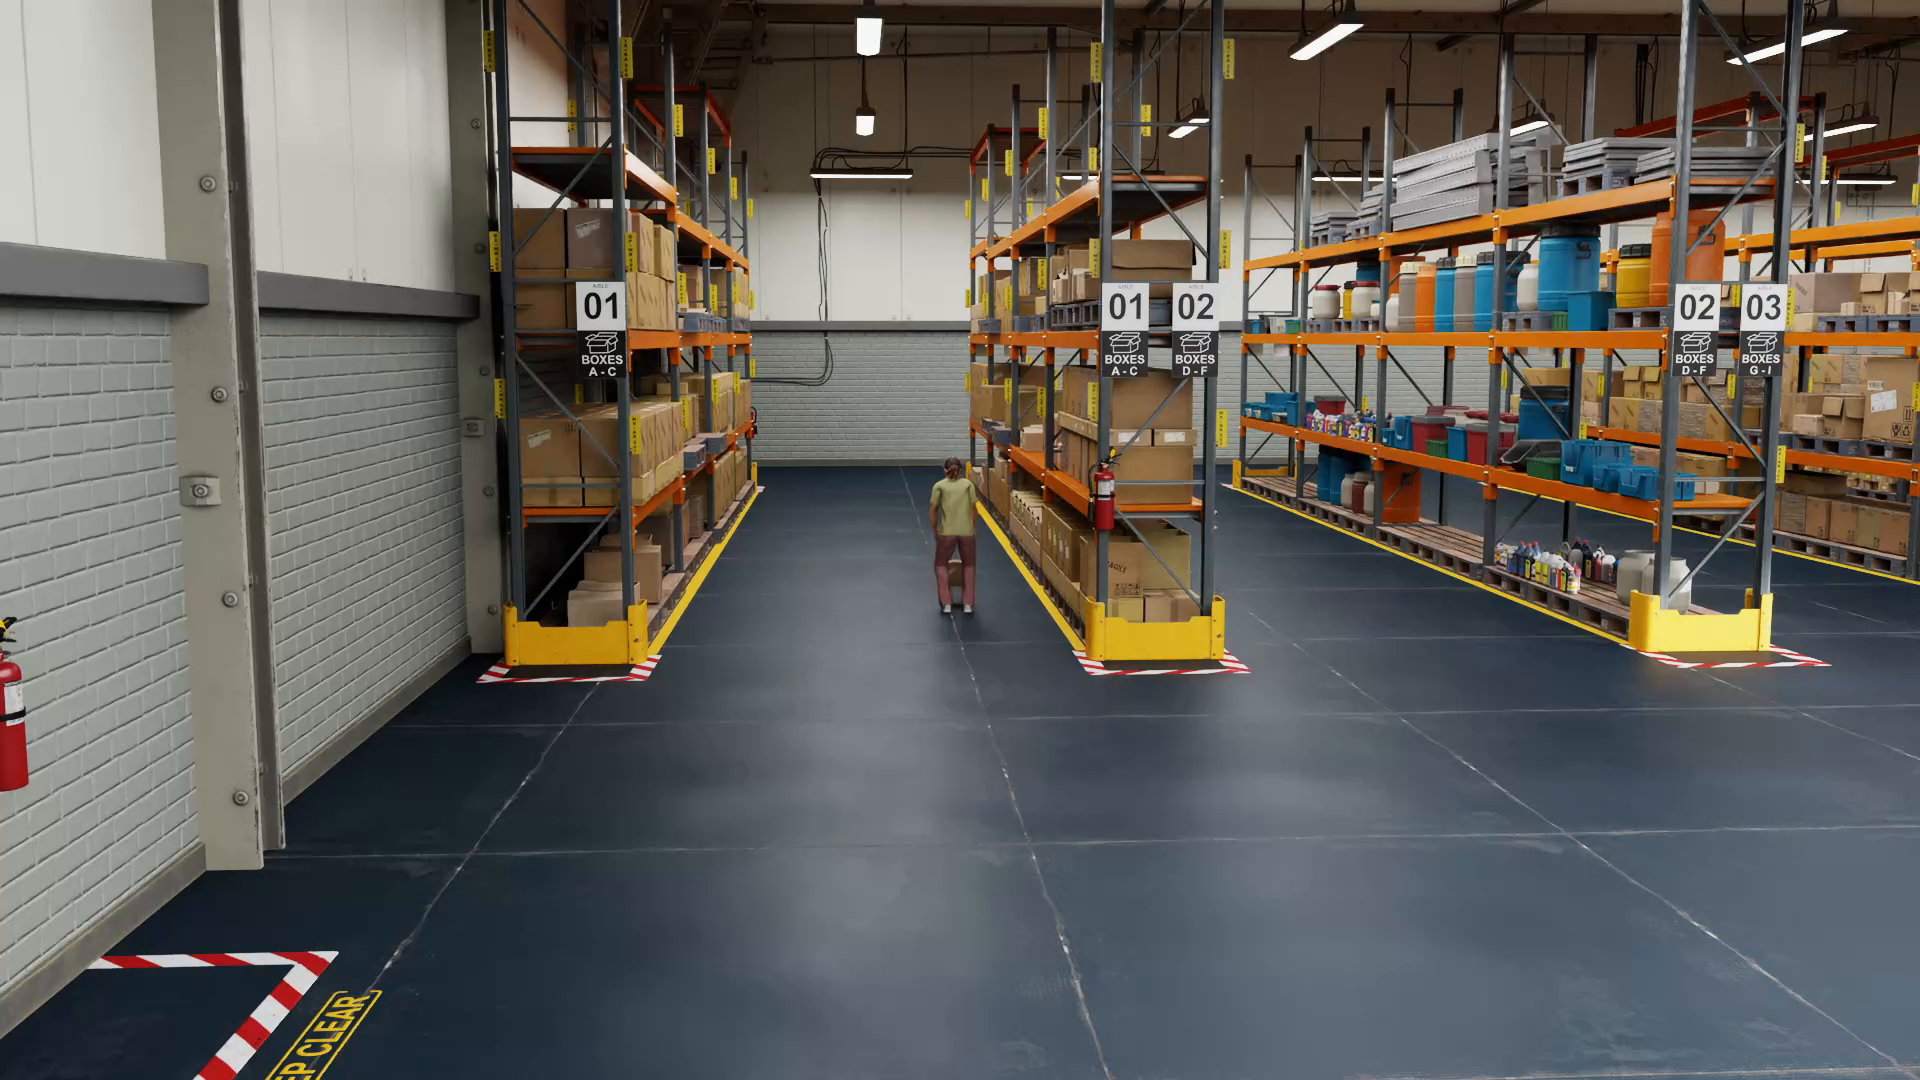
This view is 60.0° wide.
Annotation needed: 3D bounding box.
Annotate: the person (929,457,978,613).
[{"bbox_3d":[-0.065,-0.050,16.702,0.490,1.556,0.489,0,7,-2],"label":"person"}]
